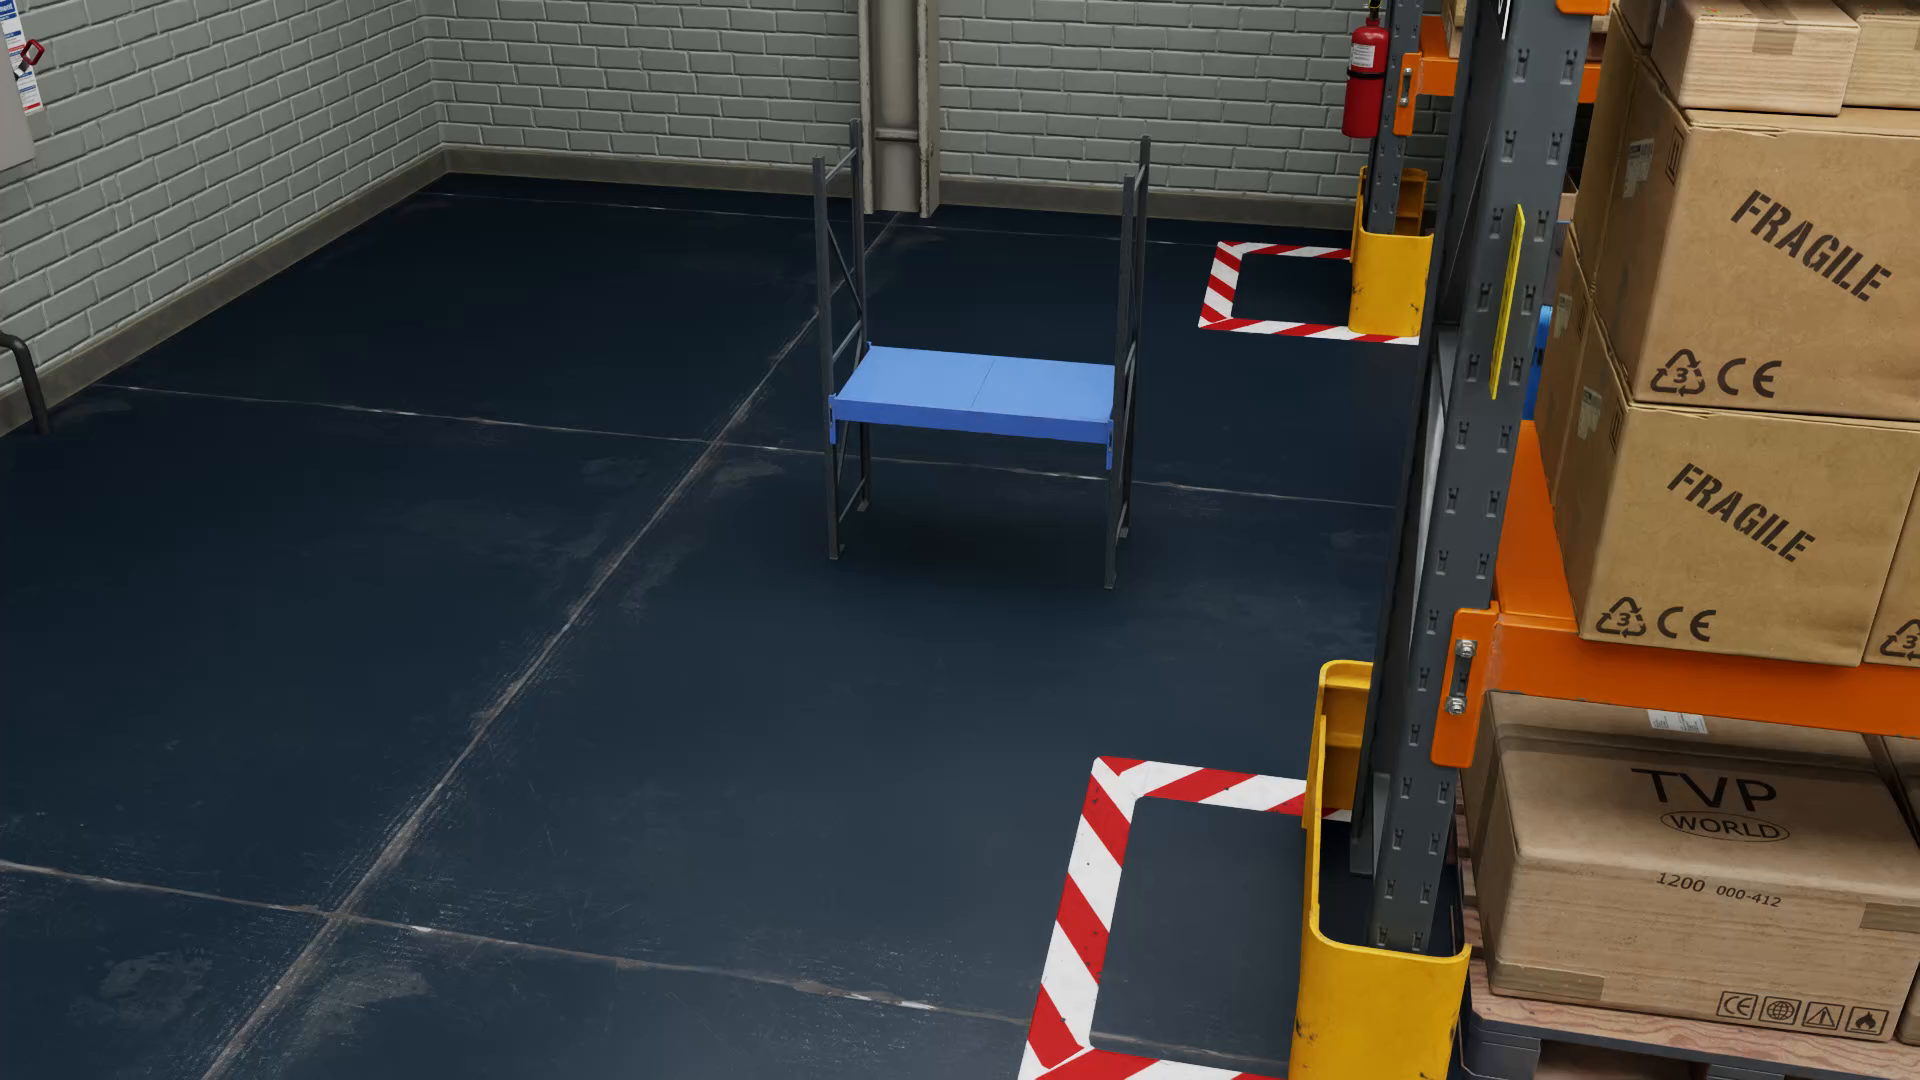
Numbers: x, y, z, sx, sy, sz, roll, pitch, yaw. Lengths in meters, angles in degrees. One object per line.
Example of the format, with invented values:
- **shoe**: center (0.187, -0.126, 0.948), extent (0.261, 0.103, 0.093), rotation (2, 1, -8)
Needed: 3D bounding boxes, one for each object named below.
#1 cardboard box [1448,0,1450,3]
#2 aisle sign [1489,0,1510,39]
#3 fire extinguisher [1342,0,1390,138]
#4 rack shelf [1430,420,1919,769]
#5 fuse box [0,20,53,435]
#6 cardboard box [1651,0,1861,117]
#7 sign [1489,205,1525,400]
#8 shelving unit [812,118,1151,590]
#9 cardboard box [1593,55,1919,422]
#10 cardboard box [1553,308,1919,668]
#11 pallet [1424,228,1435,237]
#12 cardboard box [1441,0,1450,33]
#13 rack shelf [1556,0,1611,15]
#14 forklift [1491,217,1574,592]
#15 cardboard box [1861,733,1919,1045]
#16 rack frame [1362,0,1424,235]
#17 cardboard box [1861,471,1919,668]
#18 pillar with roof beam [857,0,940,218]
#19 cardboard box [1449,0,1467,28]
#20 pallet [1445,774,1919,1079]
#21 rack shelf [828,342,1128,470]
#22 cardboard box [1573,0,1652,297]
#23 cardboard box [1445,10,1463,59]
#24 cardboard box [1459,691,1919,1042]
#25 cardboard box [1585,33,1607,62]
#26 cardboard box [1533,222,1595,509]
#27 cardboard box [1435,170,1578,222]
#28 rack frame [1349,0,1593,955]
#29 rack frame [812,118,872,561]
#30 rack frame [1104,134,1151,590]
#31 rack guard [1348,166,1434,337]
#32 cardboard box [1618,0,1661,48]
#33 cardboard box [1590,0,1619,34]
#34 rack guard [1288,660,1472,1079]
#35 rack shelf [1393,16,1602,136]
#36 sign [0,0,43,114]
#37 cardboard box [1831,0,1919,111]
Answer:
- **cardboard box**: center (2.610, -2.732, 7.962), extent (0.500, 0.250, 0.500), rotation (7, 29, 12)
- **aisle sign**: center (0.941, -1.268, 2.736), extent (0.004, 0.787, 0.394), rotation (6, 29, 11)
- **fire extinguisher**: center (1.865, -2.189, 7.593), extent (0.183, 0.674, 0.296), rotation (6, 29, 11)
- **rack shelf**: center (3.028, 0.259, 3.402), extent (4.000, 0.370, 1.077), rotation (6, 29, 11)
- **fuse box**: center (-3.866, -1.218, 6.693), extent (0.414, 1.711, 0.539), rotation (6, 29, 11)
- **cardboard box**: center (1.362, -0.858, 2.874), extent (0.250, 0.149, 0.380), rotation (6, 29, 12)
- **sign**: center (0.950, -0.411, 2.894), extent (0.005, 0.325, 0.100), rotation (6, 29, 11)
- **shelving unit**: center (0.083, -0.649, 5.874), extent (1.048, 1.500, 0.538), rotation (6, 29, 11)
- **cardboard box**: center (1.482, -0.558, 3.000), extent (0.500, 0.500, 0.500), rotation (5, 29, 9)
- **cardboard box**: center (1.482, -0.118, 3.238), extent (0.500, 0.500, 0.500), rotation (6, 29, 10)
- **pallet**: center (2.959, -1.278, 8.365), extent (1.213, 0.211, 1.003), rotation (6, 29, 11)
- **cardboard box**: center (2.485, -2.571, 8.084), extent (0.250, 0.149, 0.380), rotation (6, 29, 10)
- **rack shelf**: center (3.028, -1.057, 2.682), extent (4.000, 0.370, 1.077), rotation (6, 29, 11)
- **forklift**: center (3.252, -1.228, 5.441), extent (3.031, 2.935, 1.130), rotation (4, 29, 7)
- **cardboard box**: center (2.635, 0.790, 3.915), extent (0.875, 0.438, 0.875), rotation (7, 29, 12)
- **rack frame**: center (2.105, -2.588, 7.854), extent (0.127, 3.000, 1.000), rotation (6, 29, 11)
- **cardboard box**: center (1.982, -0.080, 3.169), extent (0.500, 0.500, 0.500), rotation (5, 29, 10)
- **pillar with roof beam**: center (-1.242, -3.892, 3.988), extent (0.400, 9.000, 9.100), rotation (6, 29, 11)
- **cardboard box**: center (2.493, -2.481, 7.505), extent (0.500, 0.250, 0.500), rotation (6, 29, 11)
- **pallet**: center (1.871, 1.010, 4.186), extent (1.213, 0.211, 1.003), rotation (6, 29, 11)
- **rack shelf**: center (0.083, -0.492, 5.961), extent (1.000, 0.185, 0.538), rotation (6, 29, 11)
- **cardboard box**: center (1.593, -0.803, 3.448), extent (0.500, 0.500, 0.500), rotation (7, 29, 12)
- **cardboard box**: center (2.369, -2.316, 7.619), extent (0.250, 0.149, 0.380), rotation (6, 29, 10)
- **cardboard box**: center (1.739, 0.702, 4.075), extent (0.875, 0.438, 0.875), rotation (5, 29, 9)
- **cardboard box**: center (2.892, -2.303, 7.594), extent (0.250, 0.149, 0.380), rotation (5, 29, 10)
- **cardboard box**: center (1.599, -0.377, 3.711), extent (0.500, 0.500, 0.500), rotation (6, 29, 11)
- **cardboard box**: center (2.683, -1.572, 8.160), extent (0.637, 0.503, 0.797), rotation (5, 29, 9)
- **rack frame**: center (1.072, -0.257, 3.596), extent (0.127, 3.000, 1.000), rotation (6, 29, 11)
- **rack frame**: center (-0.414, -0.700, 5.967), extent (0.032, 1.500, 0.500), rotation (6, 29, 11)
- **rack frame**: center (0.581, -0.598, 5.781), extent (0.032, 1.500, 0.500), rotation (6, 29, 11)
- **rack guard**: center (2.179, -1.484, 8.441), extent (0.348, 0.500, 1.175), rotation (6, 29, 11)
- **cardboard box**: center (1.465, -1.082, 3.282), extent (0.250, 0.149, 0.380), rotation (6, 29, 11)
- **cardboard box**: center (2.986, -2.431, 7.413), extent (0.500, 0.250, 0.500), rotation (6, 29, 11)
- **rack guard**: center (1.049, 0.837, 4.201), extent (0.348, 0.500, 1.175), rotation (6, 29, 11)
- **rack shelf**: center (4.061, -2.072, 7.661), extent (4.000, 0.370, 1.077), rotation (6, 29, 11)
- **sign**: center (-3.965, -1.994, 6.868), extent (0.001, 0.494, 0.329), rotation (6, 29, 11)
- **cardboard box**: center (1.633, -0.866, 2.887), extent (0.250, 0.149, 0.380), rotation (7, 29, 12)
